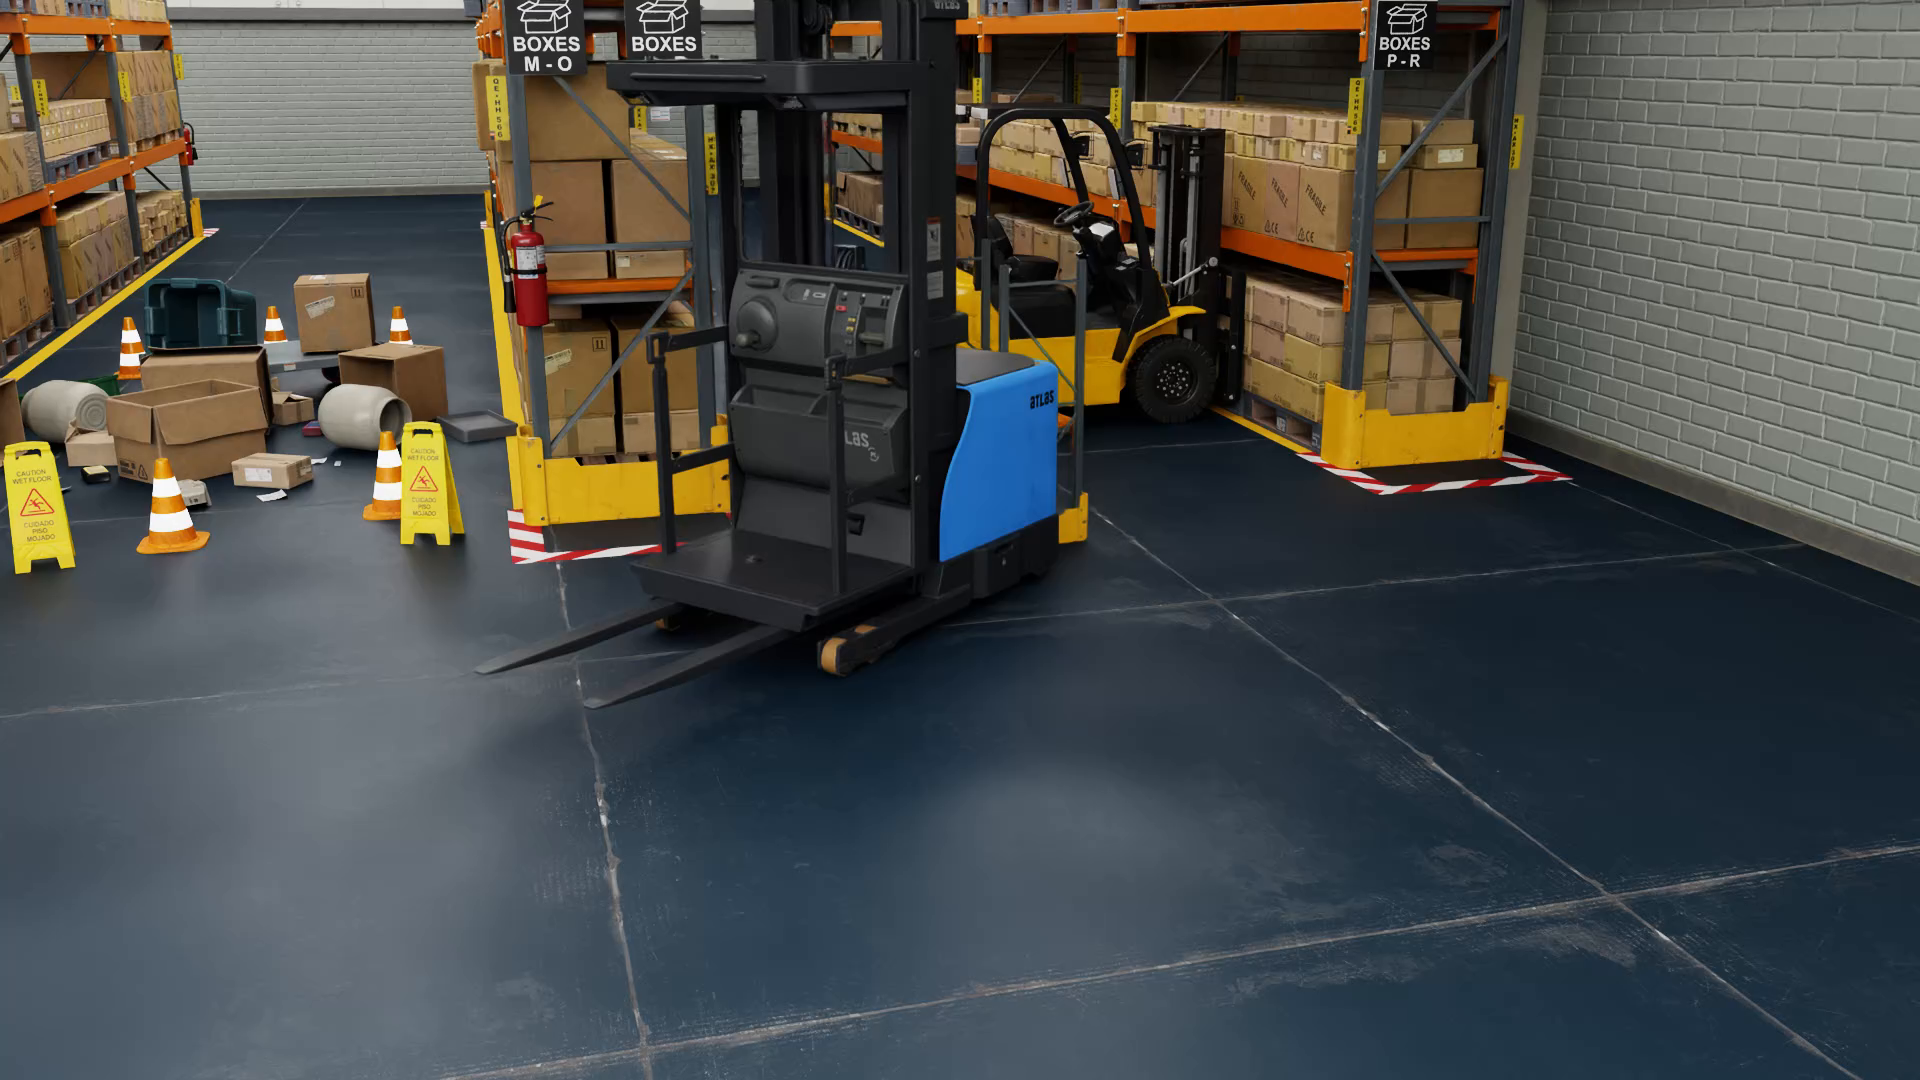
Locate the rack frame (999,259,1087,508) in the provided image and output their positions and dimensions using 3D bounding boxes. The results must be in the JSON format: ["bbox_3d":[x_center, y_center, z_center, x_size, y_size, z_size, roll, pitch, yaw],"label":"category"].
[{"bbox_3d":[0.423,-0.689,8.638,0.500,1.500,0.032,-9,19,-27],"label":"rack frame"}]

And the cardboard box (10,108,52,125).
[{"bbox_3d":[-8.878,-4.026,15.814,0.380,0.149,0.250,-5,17,-16],"label":"cardboard box"}]

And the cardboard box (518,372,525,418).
[{"bbox_3d":[-2.632,-0.956,10.971,0.500,0.250,0.500,-5,18,-17],"label":"cardboard box"}]

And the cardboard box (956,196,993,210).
[{"bbox_3d":[0.163,-3.845,19.026,0.380,0.149,0.250,-4,17,-14],"label":"cardboard box"}]

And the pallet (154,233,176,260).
[{"bbox_3d":[-10.454,-3.667,20.793,1.003,0.211,1.213,-5,17,-15],"label":"pallet"}]

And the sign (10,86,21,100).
[{"bbox_3d":[-10.416,-4.851,18.383,0.100,0.325,0.005,-5,17,-15],"label":"sign"}]

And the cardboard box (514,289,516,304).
[{"bbox_3d":[-2.640,-1.576,10.602,0.380,0.149,0.250,-4,17,-13],"label":"cardboard box"}]

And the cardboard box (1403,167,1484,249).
[{"bbox_3d":[3.035,-2.182,10.828,0.500,0.500,0.500,-4,17,-13],"label":"cardboard box"}]

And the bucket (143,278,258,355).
[{"bbox_3d":[-5.444,-1.573,12.024,0.726,0.611,0.620,1,7,4],"label":"bucket"}]

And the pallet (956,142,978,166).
[{"bbox_3d":[0.452,-4.278,18.313,1.213,0.211,1.003,-5,17,-15],"label":"pallet"}]

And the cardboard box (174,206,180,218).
[{"bbox_3d":[-10.432,-4.299,21.759,0.380,0.149,0.250,-5,18,-18],"label":"cardboard box"}]

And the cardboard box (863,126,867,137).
[{"bbox_3d":[-1.131,-5.670,23.052,0.380,0.149,0.250,-5,17,-15],"label":"cardboard box"}]

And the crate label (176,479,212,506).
[{"bbox_3d":[-4.475,-0.258,9.574,0.298,0.136,0.250,16,23,42],"label":"crate label"}]

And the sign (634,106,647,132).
[{"bbox_3d":[-2.447,-3.148,12.712,0.100,0.325,0.005,-5,17,-15],"label":"sign"}]

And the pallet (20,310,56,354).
[{"bbox_3d":[-8.653,-1.816,14.629,1.003,0.211,1.213,-5,17,-15],"label":"pallet"}]

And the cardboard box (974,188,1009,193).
[{"bbox_3d":[0.382,-4.175,20.125,0.380,0.149,0.250,-4,17,-14],"label":"cardboard box"}]

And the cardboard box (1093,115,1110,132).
[{"bbox_3d":[1.393,-3.659,14.617,0.380,0.149,0.250,-5,17,-15],"label":"cardboard box"}]

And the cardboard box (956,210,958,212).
[{"bbox_3d":[0.109,-3.576,19.256,0.500,0.500,0.500,-4,17,-13],"label":"cardboard box"}]

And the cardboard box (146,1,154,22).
[{"bbox_3d":[-10.346,-6.569,20.653,0.500,0.250,0.500,-4,17,-13],"label":"cardboard box"}]

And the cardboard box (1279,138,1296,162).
[{"bbox_3d":[2.371,-2.622,11.164,0.380,0.149,0.250,-5,17,-16],"label":"cardboard box"}]

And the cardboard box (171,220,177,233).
[{"bbox_3d":[-10.282,-4.019,21.342,0.380,0.149,0.250,-6,18,-18],"label":"cardboard box"}]

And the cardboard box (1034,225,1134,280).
[{"bbox_3d":[1.236,-2.712,16.163,0.875,0.625,0.625,-5,18,-18],"label":"cardboard box"}]

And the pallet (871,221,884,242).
[{"bbox_3d":[-0.581,-4.149,22.397,1.003,0.211,1.213,-5,17,-15],"label":"pallet"}]

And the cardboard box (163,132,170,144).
[{"bbox_3d":[-10.426,-5.191,21.456,0.380,0.149,0.250,-4,17,-14],"label":"cardboard box"}]

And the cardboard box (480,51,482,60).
[{"bbox_3d":[-6.047,-6.292,21.646,0.380,0.149,0.250,-5,17,-17],"label":"cardboard box"}]

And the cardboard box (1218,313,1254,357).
[{"bbox_3d":[2.181,-1.489,11.877,0.500,0.250,0.500,-5,17,-17],"label":"cardboard box"}]

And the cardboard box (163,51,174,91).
[{"bbox_3d":[-10.631,-6.150,21.784,0.500,0.500,0.500,-5,17,-16],"label":"cardboard box"}]

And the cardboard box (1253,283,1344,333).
[{"bbox_3d":[2.332,-1.582,11.315,0.500,0.250,0.500,-4,17,-14],"label":"cardboard box"}]

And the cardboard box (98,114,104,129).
[{"bbox_3d":[-9.524,-4.538,18.033,0.380,0.149,0.250,-5,17,-15],"label":"cardboard box"}]

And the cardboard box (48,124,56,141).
[{"bbox_3d":[-8.890,-3.896,15.899,0.380,0.149,0.250,-5,18,-17],"label":"cardboard box"}]

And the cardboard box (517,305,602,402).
[{"bbox_3d":[-2.485,-1.170,10.379,0.500,0.500,0.500,-4,17,-13],"label":"cardboard box"}]

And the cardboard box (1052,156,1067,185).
[{"bbox_3d":[1.165,-3.407,15.340,0.500,0.250,0.500,-5,17,-15],"label":"cardboard box"}]

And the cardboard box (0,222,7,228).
[{"bbox_3d":[-9.237,-2.907,15.726,0.500,0.250,0.500,-5,17,-17],"label":"cardboard box"}]

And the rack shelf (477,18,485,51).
[{"bbox_3d":[-4.615,-5.440,17.883,1.077,0.370,4.000,-5,17,-15],"label":"rack shelf"}]

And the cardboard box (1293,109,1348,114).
[{"bbox_3d":[2.620,-3.016,11.960,0.380,0.149,0.250,-5,17,-15],"label":"cardboard box"}]

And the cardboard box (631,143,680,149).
[{"bbox_3d":[-2.017,-2.209,10.400,0.500,0.500,0.500,-5,17,-16],"label":"cardboard box"}]

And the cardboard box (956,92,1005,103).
[{"bbox_3d":[0.079,-4.875,19.059,0.797,0.503,0.637,-5,17,-17],"label":"cardboard box"}]

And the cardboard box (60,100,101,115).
[{"bbox_3d":[-9.524,-4.677,17.982,0.380,0.149,0.250,-5,17,-17],"label":"cardboard box"}]

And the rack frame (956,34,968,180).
[{"bbox_3d":[-0.393,-5.294,21.363,1.000,3.000,0.127,-5,17,-15],"label":"rack frame"}]

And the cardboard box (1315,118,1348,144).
[{"bbox_3d":[2.506,-2.624,10.656,0.380,0.149,0.250,-5,17,-15],"label":"cardboard box"}]

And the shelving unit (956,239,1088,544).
[{"bbox_3d":[0.180,-0.820,9.075,0.587,1.500,1.083,-9,19,-27],"label":"shelving unit"}]

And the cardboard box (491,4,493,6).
[{"bbox_3d":[-3.101,-3.822,11.683,0.380,0.149,0.250,-5,17,-15],"label":"cardboard box"}]

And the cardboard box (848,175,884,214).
[{"bbox_3d":[-1.218,-4.988,23.960,0.700,0.500,0.500,-4,17,-13],"label":"cardboard box"}]

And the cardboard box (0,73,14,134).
[{"bbox_3d":[-8.684,-3.777,14.400,0.700,0.500,0.500,-5,17,-16],"label":"cardboard box"}]

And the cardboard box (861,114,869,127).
[{"bbox_3d":[-1.044,-5.763,22.667,0.500,0.250,0.500,-5,17,-16],"label":"cardboard box"}]

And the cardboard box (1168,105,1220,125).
[{"bbox_3d":[1.817,-3.256,12.760,0.380,0.149,0.250,-4,17,-14],"label":"cardboard box"}]

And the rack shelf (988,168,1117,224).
[{"bbox_3d":[1.256,-3.290,15.941,1.077,0.370,4.000,-5,17,-15],"label":"rack shelf"}]

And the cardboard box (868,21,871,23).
[{"bbox_3d":[-1.014,-6.974,22.178,0.380,0.149,0.250,-4,17,-13],"label":"cardboard box"}]

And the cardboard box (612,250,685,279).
[{"bbox_3d":[-1.761,-1.571,9.406,0.380,0.149,0.250,-5,17,-15],"label":"cardboard box"}]

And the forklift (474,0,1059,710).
[{"bbox_3d":[-0.757,-0.982,7.128,1.130,2.935,3.031,11,20,33],"label":"forklift"}]

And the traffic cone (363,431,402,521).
[{"bbox_3d":[-3.226,-0.383,9.424,0.336,0.463,0.334,-5,17,-15],"label":"traffic cone"}]

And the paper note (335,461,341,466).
[{"bbox_3d":[-3.950,-0.487,10.556,0.032,0.001,0.123,-5,17,-15],"label":"paper note"}]

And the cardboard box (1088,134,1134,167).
[{"bbox_3d":[1.424,-3.365,14.331,0.500,0.250,0.500,-5,17,-16],"label":"cardboard box"}]

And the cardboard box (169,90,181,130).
[{"bbox_3d":[-10.625,-5.674,21.937,0.500,0.500,0.500,-4,17,-14],"label":"cardboard box"}]

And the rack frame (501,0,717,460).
[{"bbox_3d":[-1.867,-1.581,9.003,1.000,3.000,0.127,-5,17,-15],"label":"rack frame"}]

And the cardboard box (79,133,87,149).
[{"bbox_3d":[-9.236,-4.108,17.121,0.380,0.149,0.250,-4,17,-13],"label":"cardboard box"}]

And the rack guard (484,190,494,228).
[{"bbox_3d":[-6.271,-4.817,24.118,1.175,0.500,0.348,-5,17,-15],"label":"rack guard"}]

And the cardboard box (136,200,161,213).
[{"bbox_3d":[-10.197,-4.148,20.739,0.380,0.149,0.250,-5,17,-15],"label":"cardboard box"}]

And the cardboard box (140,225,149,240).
[{"bbox_3d":[-9.689,-3.585,19.382,0.380,0.149,0.250,-4,17,-13],"label":"cardboard box"}]
